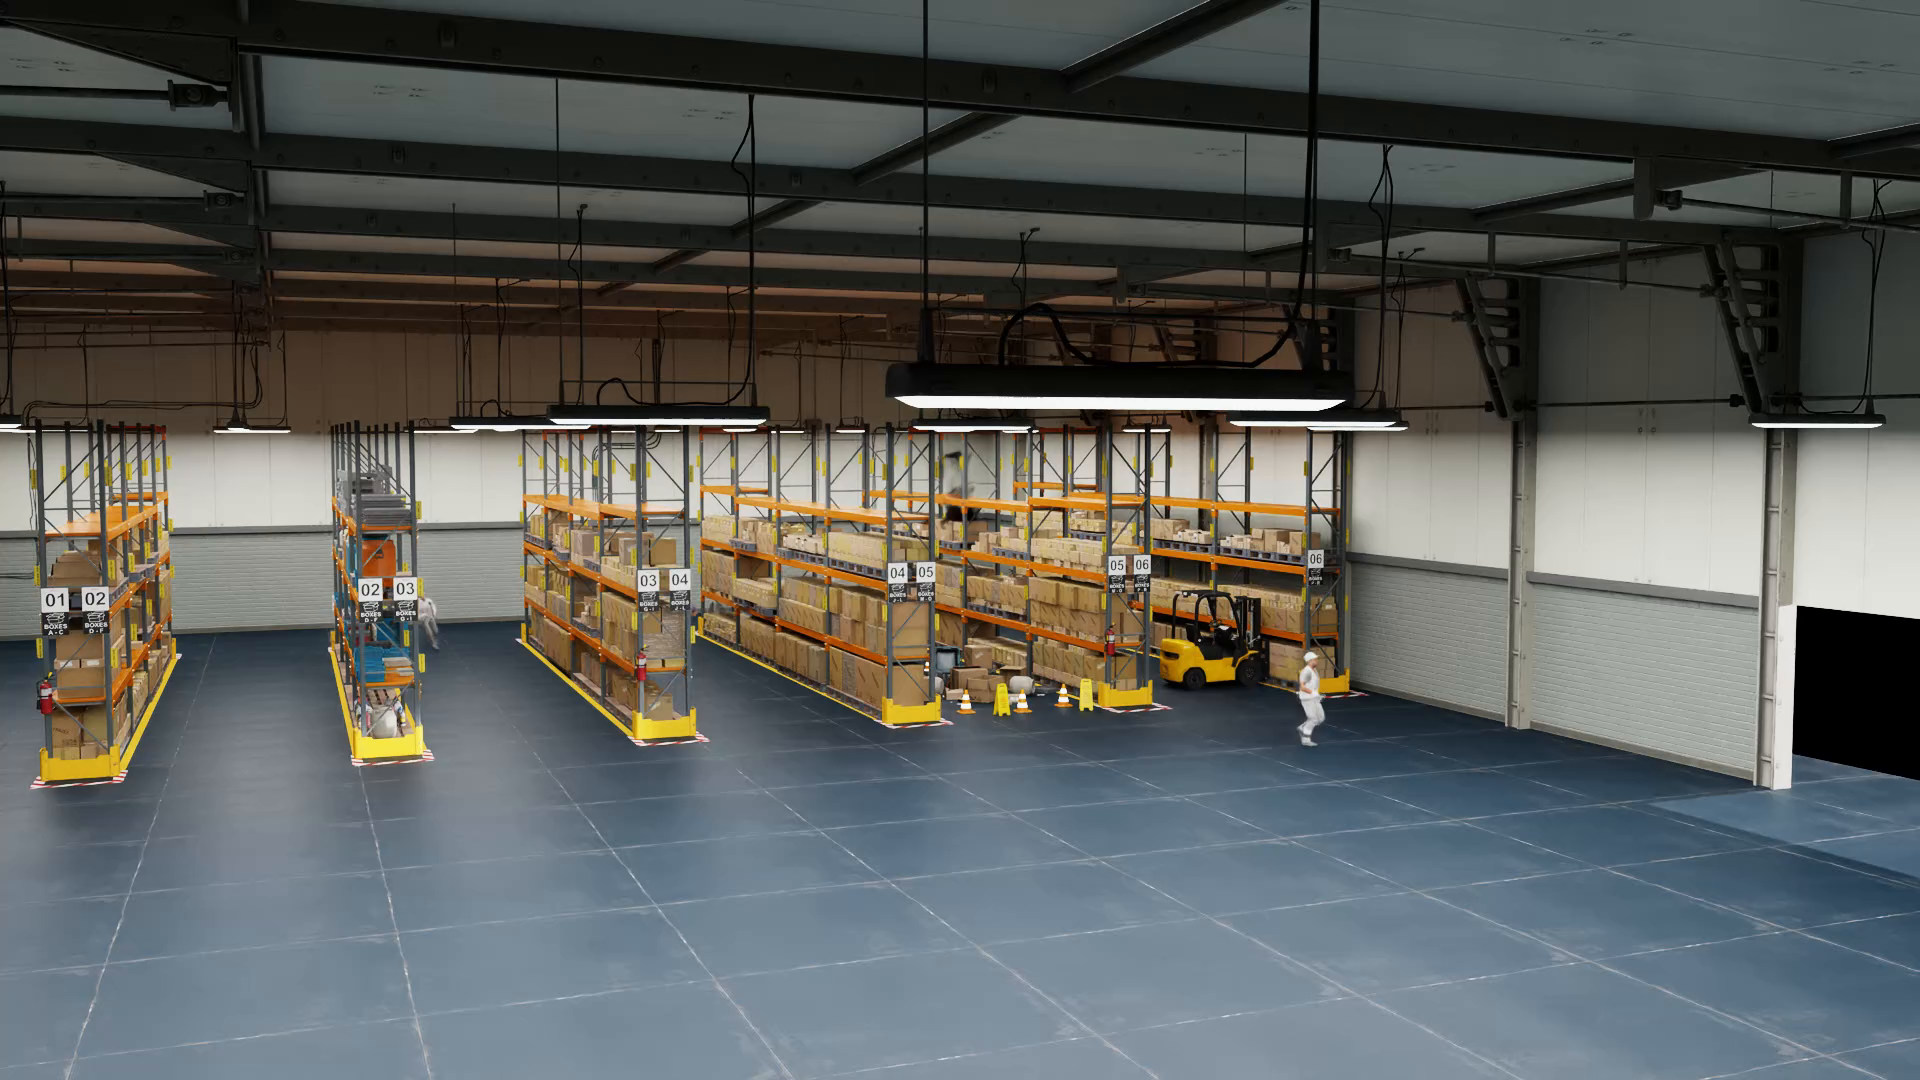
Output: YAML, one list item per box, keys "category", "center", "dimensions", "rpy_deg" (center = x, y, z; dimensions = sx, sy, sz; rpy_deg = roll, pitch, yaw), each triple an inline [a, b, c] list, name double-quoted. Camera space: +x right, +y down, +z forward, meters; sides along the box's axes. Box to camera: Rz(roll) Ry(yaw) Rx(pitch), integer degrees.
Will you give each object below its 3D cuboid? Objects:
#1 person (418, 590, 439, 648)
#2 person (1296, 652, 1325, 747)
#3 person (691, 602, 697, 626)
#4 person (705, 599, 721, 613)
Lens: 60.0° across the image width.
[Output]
- category: "person"
  center: [-14.274, 2.119, 44.556]
  dimensions: [0.659, 1.613, 0.538]
  rpy_deg: [-2, 4, -33]
- category: "person"
  center: [6.444, 2.933, 30.619]
  dimensions: [0.590, 1.745, 0.659]
  rpy_deg: [2, 4, 32]
- category: "person"
  center: [-7.170, 2.220, 43.316]
  dimensions: [0.609, 1.652, 1.039]
  rpy_deg: [-1, 4, -21]
- category: "person"
  center: [-7.306, 1.823, 49.337]
  dimensions: [0.600, 1.620, 0.547]
  rpy_deg: [-2, 4, -31]
